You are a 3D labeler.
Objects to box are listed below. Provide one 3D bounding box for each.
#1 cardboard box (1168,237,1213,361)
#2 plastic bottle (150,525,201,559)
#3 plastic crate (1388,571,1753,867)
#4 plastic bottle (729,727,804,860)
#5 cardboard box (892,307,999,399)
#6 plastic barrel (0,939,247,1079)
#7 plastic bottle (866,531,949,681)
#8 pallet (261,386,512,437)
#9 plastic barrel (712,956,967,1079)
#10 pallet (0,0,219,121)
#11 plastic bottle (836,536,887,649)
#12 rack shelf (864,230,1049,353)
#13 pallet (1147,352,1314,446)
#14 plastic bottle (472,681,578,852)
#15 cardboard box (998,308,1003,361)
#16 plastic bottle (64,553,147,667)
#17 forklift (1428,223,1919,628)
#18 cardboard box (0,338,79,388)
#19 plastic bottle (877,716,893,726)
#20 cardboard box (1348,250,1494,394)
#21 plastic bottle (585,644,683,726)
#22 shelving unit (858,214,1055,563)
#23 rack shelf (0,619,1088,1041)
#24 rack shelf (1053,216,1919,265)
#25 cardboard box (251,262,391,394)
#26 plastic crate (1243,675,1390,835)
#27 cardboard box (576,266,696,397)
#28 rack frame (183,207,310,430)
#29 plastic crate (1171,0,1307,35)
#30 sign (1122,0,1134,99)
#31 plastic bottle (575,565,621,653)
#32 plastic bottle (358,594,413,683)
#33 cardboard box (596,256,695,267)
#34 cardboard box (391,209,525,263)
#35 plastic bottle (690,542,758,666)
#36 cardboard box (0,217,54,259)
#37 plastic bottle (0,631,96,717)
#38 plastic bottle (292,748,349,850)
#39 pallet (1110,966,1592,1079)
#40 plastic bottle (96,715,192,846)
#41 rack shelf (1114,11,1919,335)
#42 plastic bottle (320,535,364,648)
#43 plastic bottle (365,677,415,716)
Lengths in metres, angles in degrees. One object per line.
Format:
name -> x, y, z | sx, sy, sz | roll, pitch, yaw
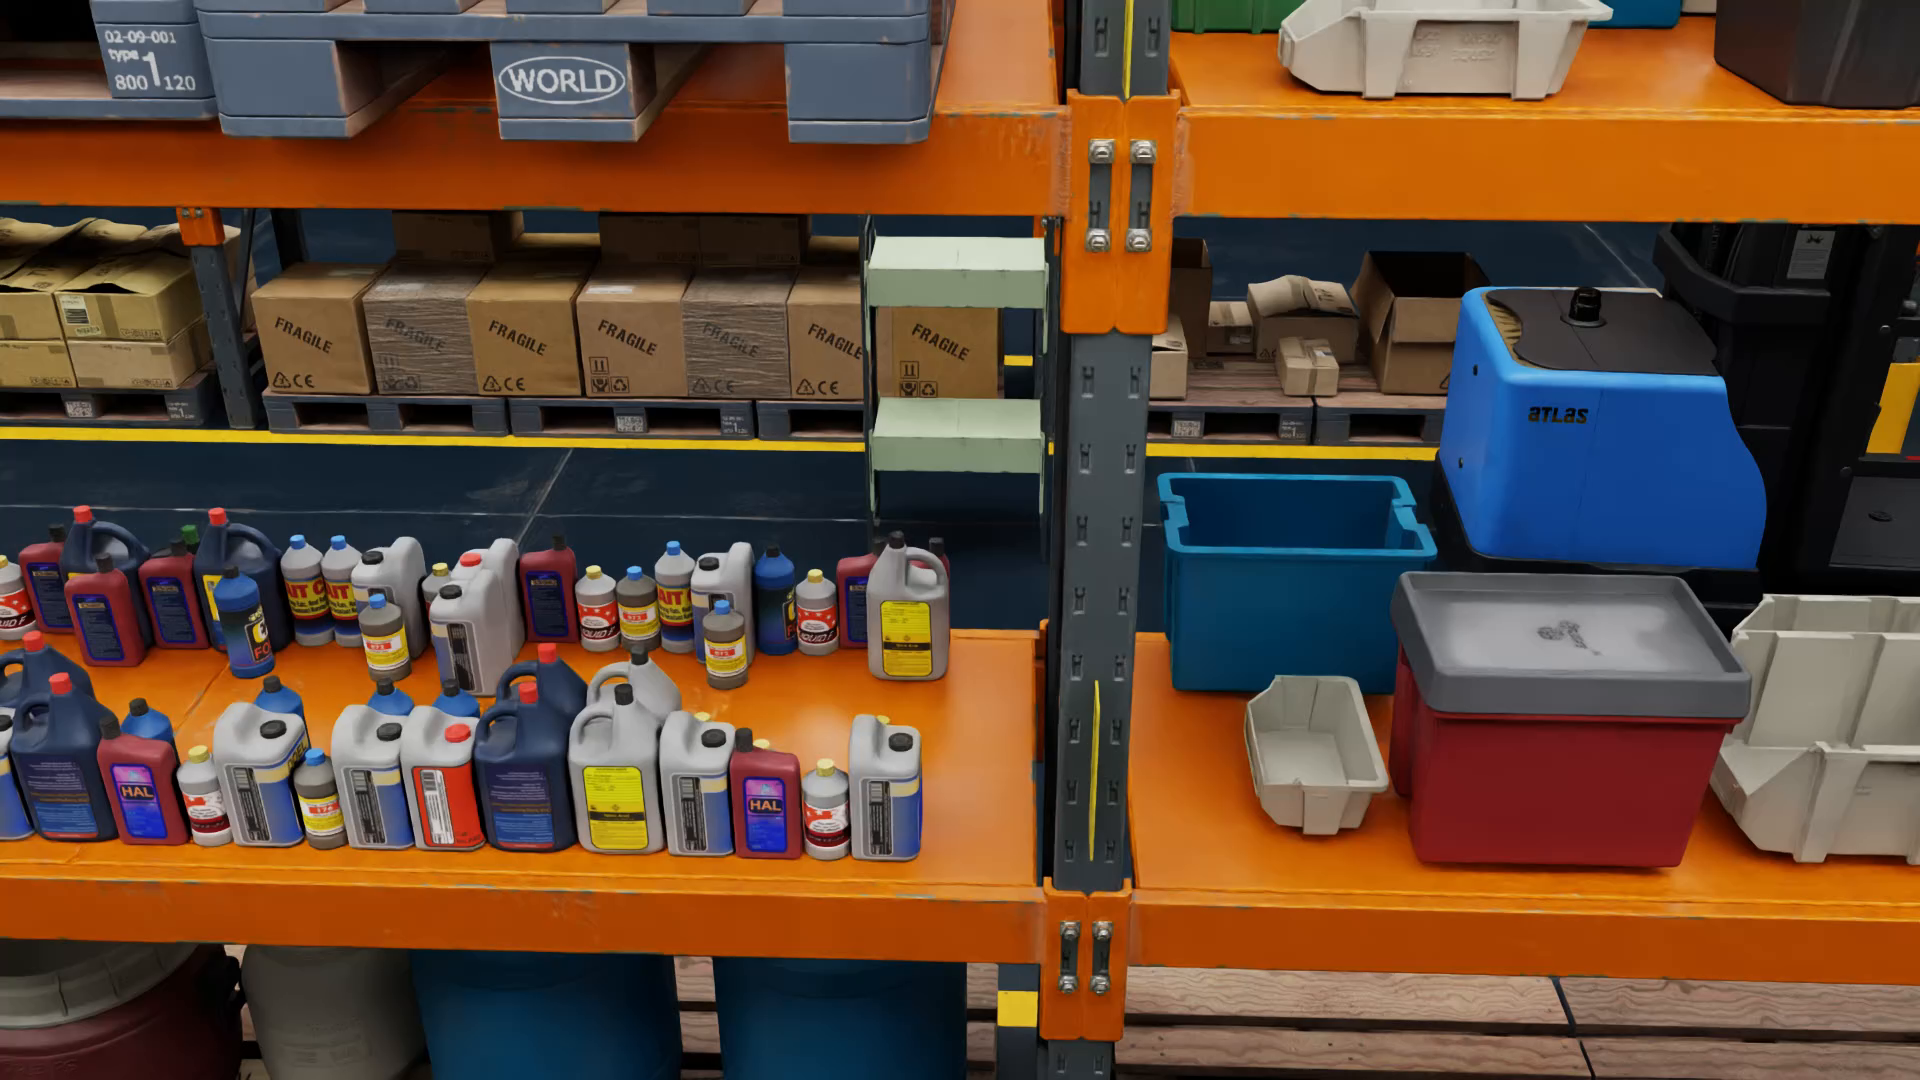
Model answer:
cardboard box -> 1.019, -1.253, 8.610 | 0.500, 0.500, 0.500 | 1, 28, 2
plastic bottle -> -1.857, 0.096, 3.992 | 0.133, 0.283, 0.061 | 1, 28, 2
plastic crate -> 1.144, 0.356, 3.243 | 0.583, 0.464, 0.402 | 1, 28, 2
plastic bottle -> -0.377, 0.493, 3.242 | 0.133, 0.283, 0.061 | 1, 28, 2
cardboard box -> -0.064, -1.003, 8.139 | 0.500, 0.500, 0.500 | 1, 28, 2
plastic barrel -> -2.119, 1.112, 4.077 | 0.708, 0.588, 0.600 | 1, 28, 2
plastic bottle -> -0.120, 0.143, 3.831 | 0.185, 0.351, 0.144 | 1, 28, 2
pallet -> -2.813, -0.843, 8.616 | 1.213, 0.211, 1.003 | 1, 28, 2
plastic barrel -> -0.282, 1.004, 3.946 | 0.708, 0.901, 0.600 | 1, 28, 2
pallet -> -1.660, -0.947, 2.834 | 1.213, 0.211, 1.003 | 1, 28, 2
plastic bottle -> -0.224, 0.123, 3.941 | 0.133, 0.283, 0.061 | 1, 28, 2
rack shelf -> -0.007, -1.008, 6.716 | 0.720, 0.370, 0.431 | 1, 28, 2
pallet -> 1.126, -0.795, 8.525 | 1.213, 0.211, 1.003 | 1, 28, 2
plastic bottle -> -0.854, 0.436, 3.278 | 0.185, 0.351, 0.144 | 1, 28, 2
cardboard box -> -0.035, -1.251, 8.607 | 0.500, 0.500, 0.500 | 0, 28, -1
plastic bottle -> -1.996, 0.161, 3.868 | 0.133, 0.283, 0.061 | 1, 28, 2
forklift -> 3.548, -1.123, 6.238 | 3.031, 2.935, 1.130 | 3, 28, 5
cardboard box -> -4.608, -0.978, 8.379 | 0.500, 0.250, 0.500 | 1, 28, 1
plastic bottle -> -0.159, 0.453, 3.405 | 0.097, 0.201, 0.097 | 0, 28, 0
cardboard box -> 2.317, -1.102, 8.322 | 0.637, 0.503, 0.797 | 1, 28, 2
plastic bottle -> -0.664, 0.371, 3.400 | 0.185, 0.351, 0.144 | 1, 28, 2
shelving unit -> -0.007, -0.663, 6.899 | 0.755, 1.500, 0.431 | 1, 28, 2
rack shelf -> -1.738, 0.564, 3.752 | 4.000, 0.370, 1.077 | 1, 28, 2
rack shelf -> 2.438, -1.689, 8.001 | 4.000, 0.370, 1.077 | 1, 28, 2
cardboard box -> -3.113, -1.054, 8.235 | 0.500, 0.500, 0.500 | 2, 28, 4
plastic crate -> 0.721, 0.444, 3.428 | 0.243, 0.136, 0.396 | 1, 28, 2
cardboard box -> -1.567, -1.031, 8.192 | 0.500, 0.500, 0.500 | 0, 28, 0
rack frame -> -3.558, -2.106, 8.019 | 0.127, 3.000, 1.000 | 1, 28, 2
plastic crate -> 0.695, -1.087, 3.122 | 0.662, 0.188, 0.450 | 1, 28, 2
sign -> 0.239, -0.793, 2.331 | 0.005, 0.325, 0.100 | 1, 28, 2
plastic bottle -> -0.864, 0.157, 3.964 | 0.097, 0.201, 0.097 | 0, 28, 0
plastic bottle -> -1.331, 0.220, 3.844 | 0.097, 0.201, 0.097 | 0, 28, 0
cardboard box -> -1.573, -1.275, 8.653 | 0.500, 0.500, 0.500 | 0, 28, 0
cardboard box -> -2.559, -1.622, 8.506 | 0.500, 0.250, 0.500 | 2, 28, 4
plastic bottle -> -0.554, 0.142, 3.912 | 0.135, 0.276, 0.152 | 1, 28, 2
cardboard box -> -5.106, -1.484, 8.736 | 0.500, 0.311, 0.500 | 0, 28, 0
plastic bottle -> -1.899, 0.347, 3.445 | 0.185, 0.351, 0.144 | 1, 28, 2
plastic bottle -> -1.265, 0.506, 3.305 | 0.097, 0.201, 0.097 | 0, 28, 0
pallet -> 0.997, 1.505, 4.185 | 1.213, 0.211, 1.003 | 1, 28, 2
plastic bottle -> -1.613, 0.473, 3.281 | 0.133, 0.283, 0.061 | 1, 28, 2
rack shelf -> 2.260, -0.695, 2.925 | 4.000, 0.370, 1.077 | 1, 28, 2
plastic bottle -> -1.460, 0.116, 3.966 | 0.097, 0.271, 0.097 | 0, 28, 0
plastic bottle -> -1.162, 0.405, 3.420 | 0.097, 0.271, 0.097 | 0, 28, 0
